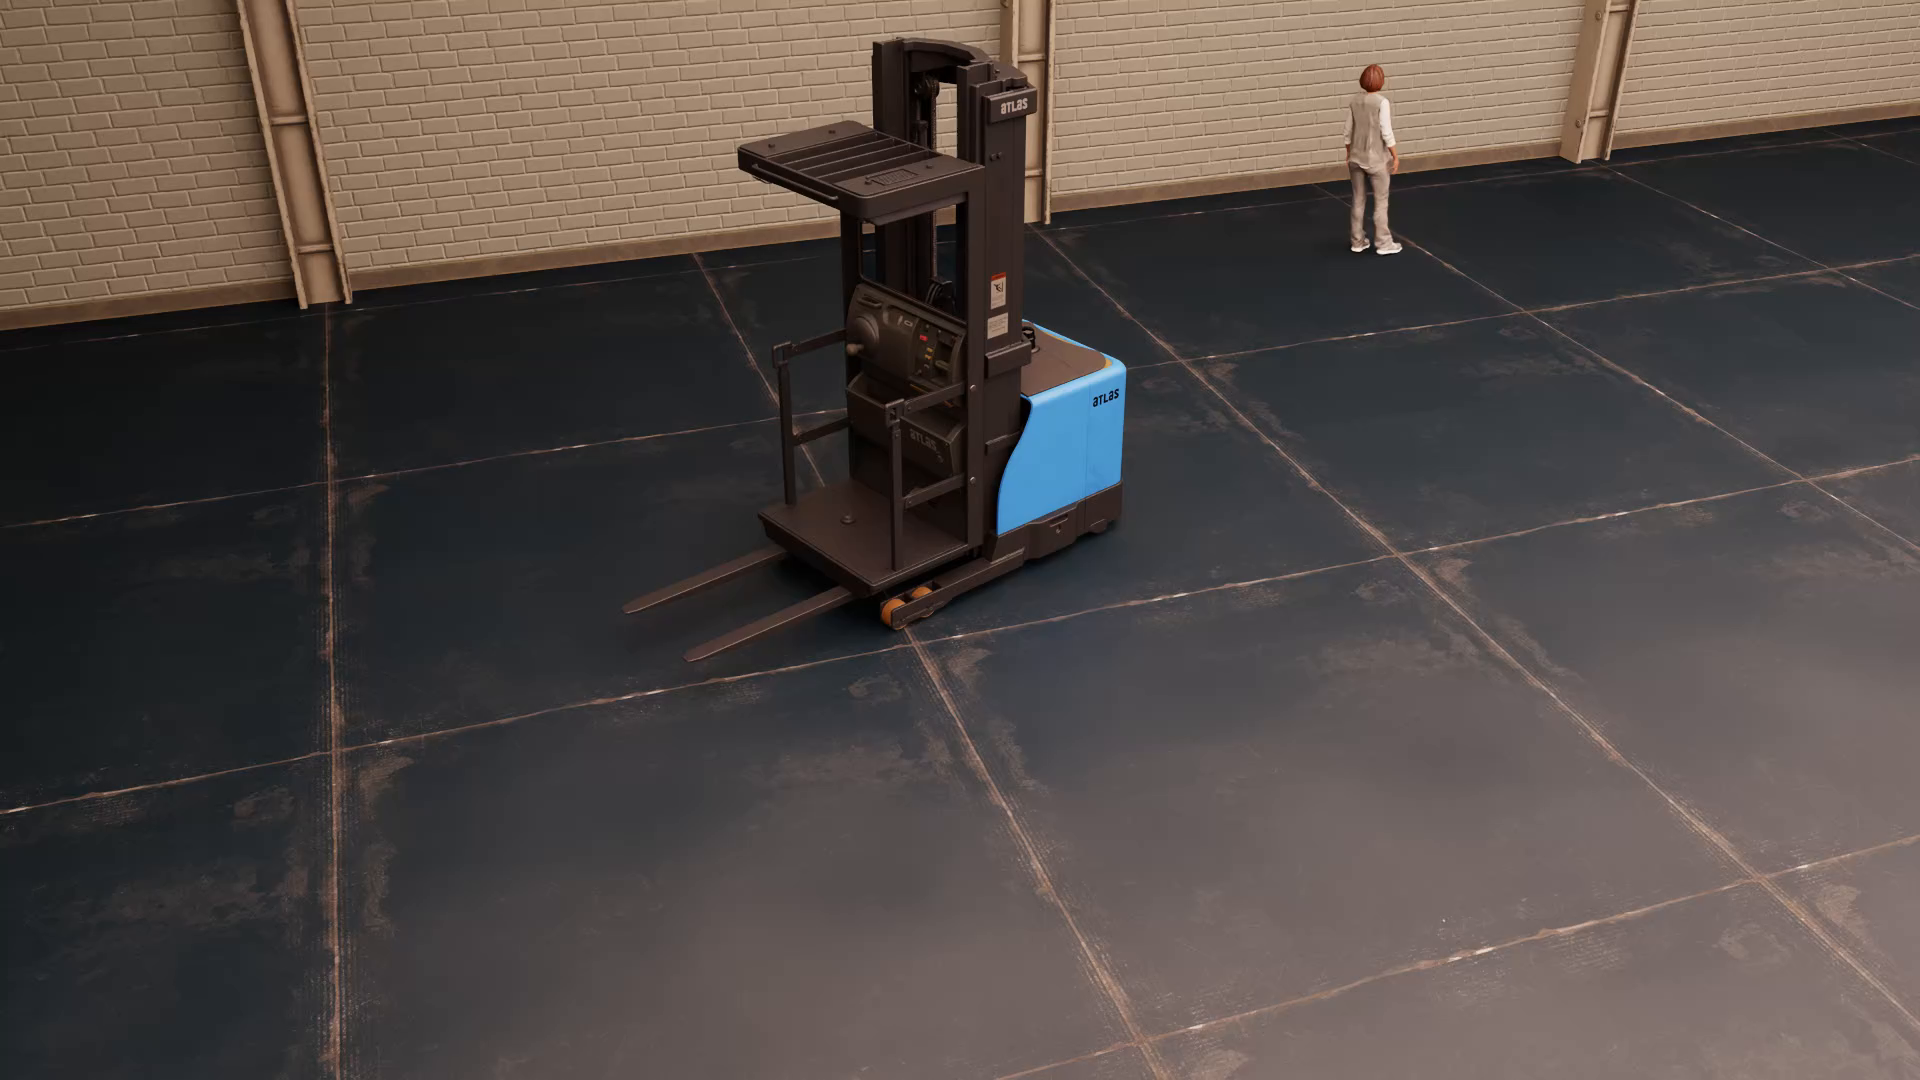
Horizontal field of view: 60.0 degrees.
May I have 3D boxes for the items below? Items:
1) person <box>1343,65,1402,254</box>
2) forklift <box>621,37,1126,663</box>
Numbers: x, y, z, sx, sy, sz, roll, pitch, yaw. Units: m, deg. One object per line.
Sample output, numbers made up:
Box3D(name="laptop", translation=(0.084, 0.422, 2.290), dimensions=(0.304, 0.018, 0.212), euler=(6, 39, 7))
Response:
Box3D(name="person", translation=(3.485, -3.202, 13.976), dimensions=(0.474, 1.597, 0.520), euler=(-26, 39, -37))
Box3D(name="forklift", translation=(-0.461, -1.072, 8.951), dimensions=(3.031, 2.935, 1.130), euler=(-23, 37, -34))
